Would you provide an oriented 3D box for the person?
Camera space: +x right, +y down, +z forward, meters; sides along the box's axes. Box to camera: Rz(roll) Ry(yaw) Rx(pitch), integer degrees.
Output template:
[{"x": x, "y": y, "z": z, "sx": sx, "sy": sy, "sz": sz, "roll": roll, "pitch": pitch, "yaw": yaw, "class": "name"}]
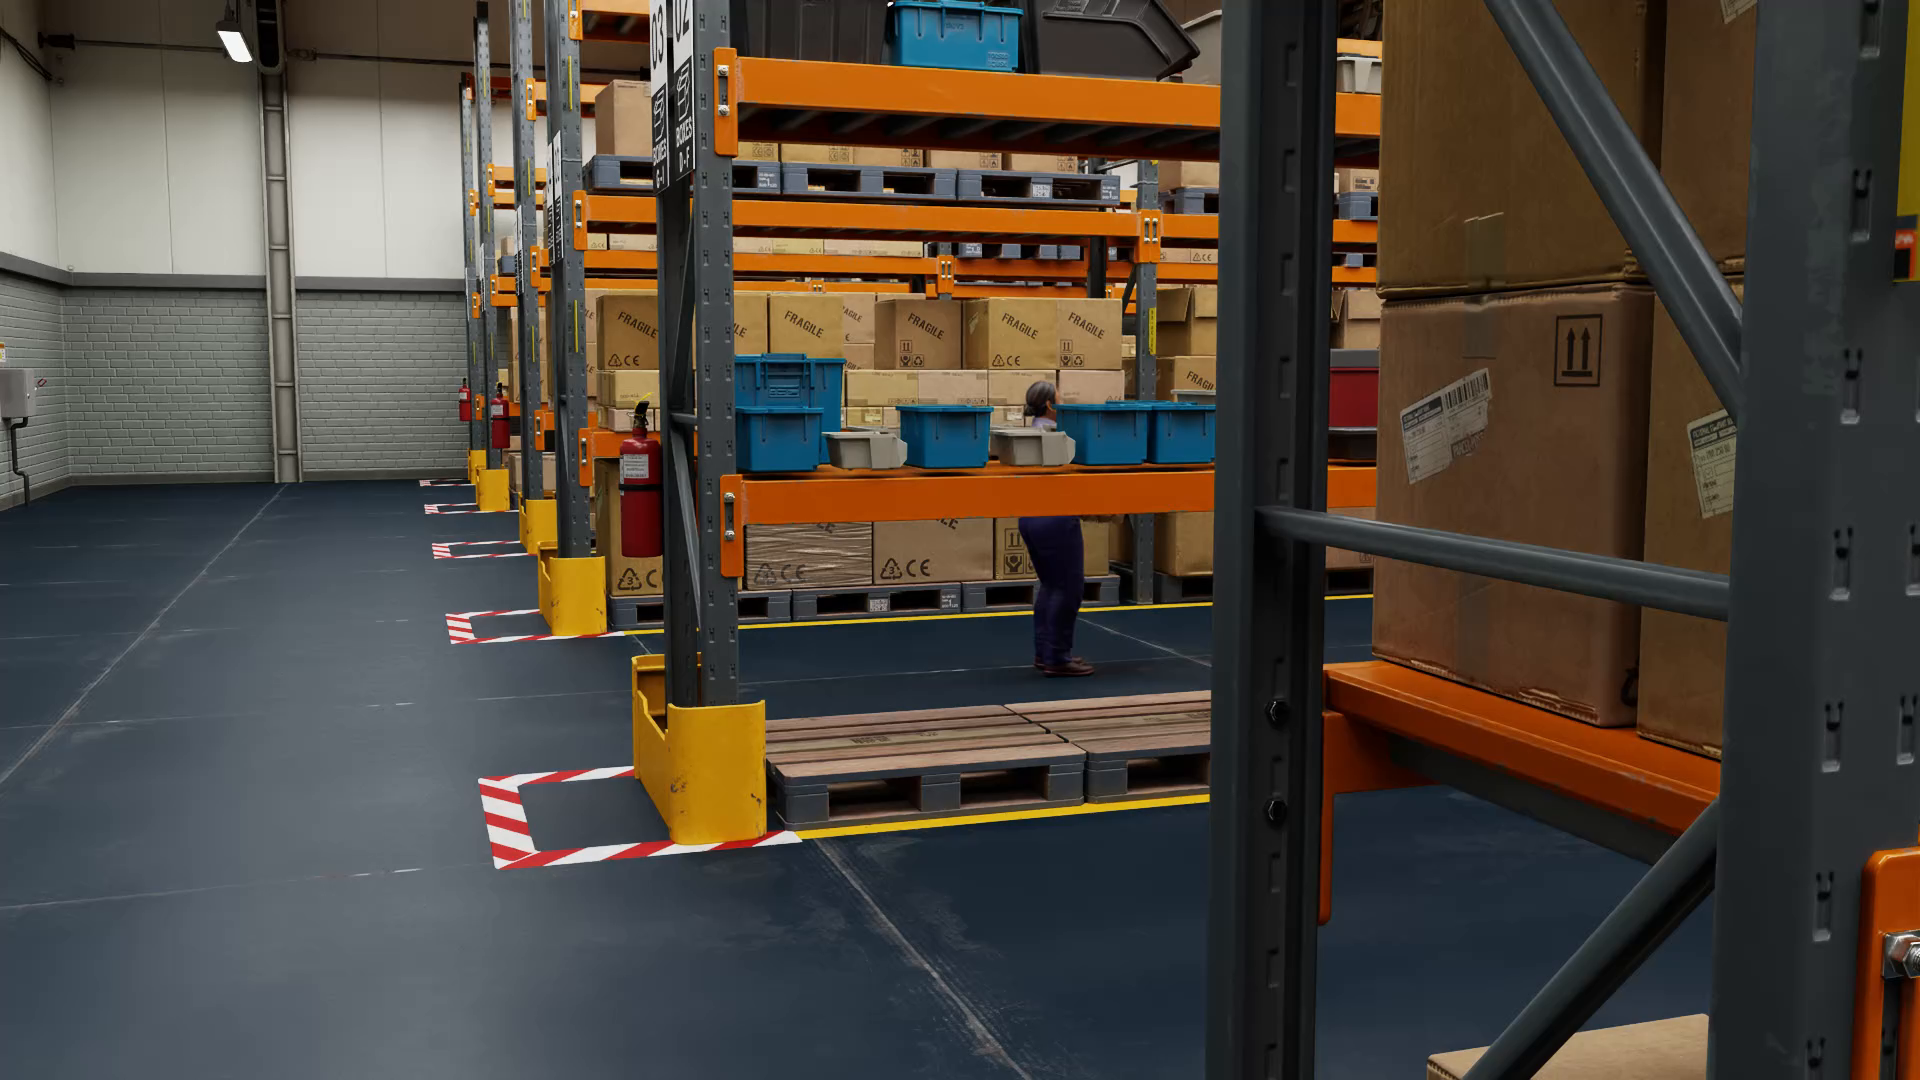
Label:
[{"x": 0.599, "y": -0.074, "z": 9.380, "sx": 0.512, "sy": 1.641, "sz": 0.455, "roll": -2, "pitch": 6, "yaw": -17, "class": "person"}]
